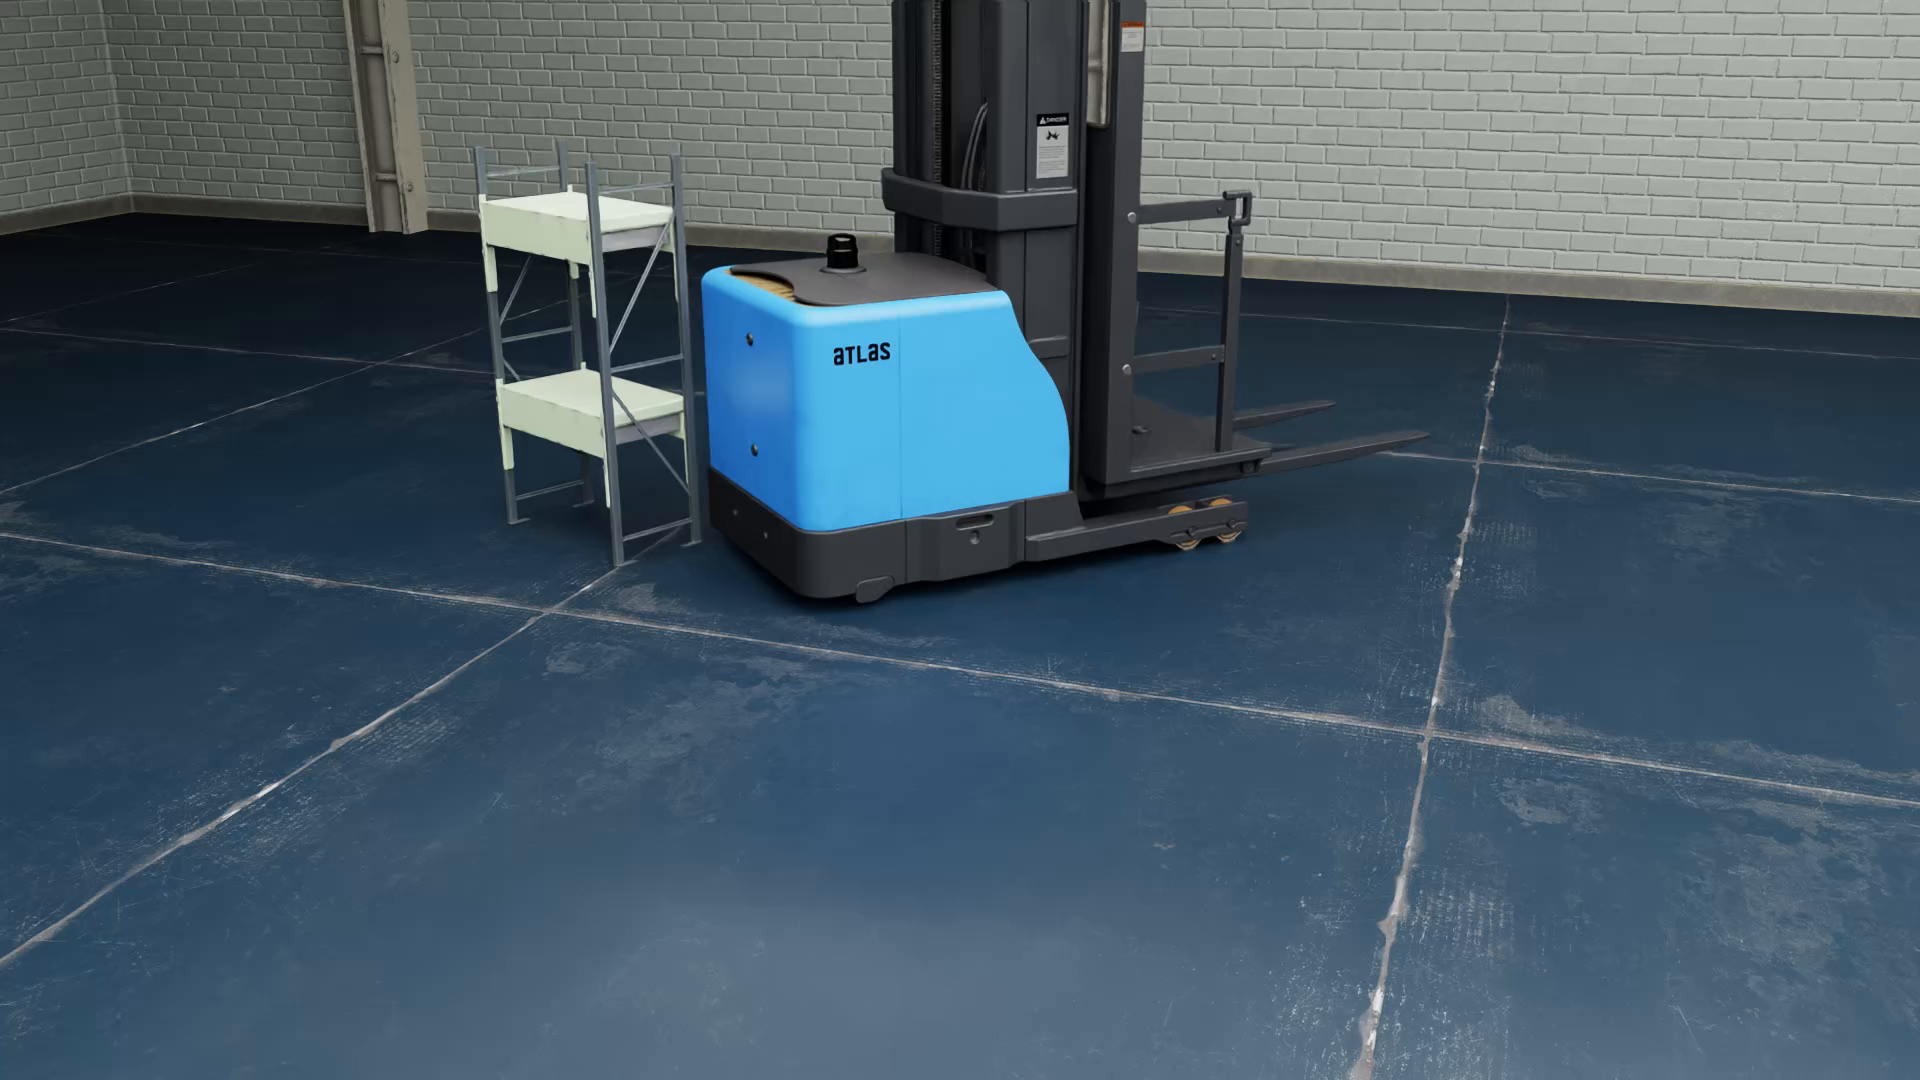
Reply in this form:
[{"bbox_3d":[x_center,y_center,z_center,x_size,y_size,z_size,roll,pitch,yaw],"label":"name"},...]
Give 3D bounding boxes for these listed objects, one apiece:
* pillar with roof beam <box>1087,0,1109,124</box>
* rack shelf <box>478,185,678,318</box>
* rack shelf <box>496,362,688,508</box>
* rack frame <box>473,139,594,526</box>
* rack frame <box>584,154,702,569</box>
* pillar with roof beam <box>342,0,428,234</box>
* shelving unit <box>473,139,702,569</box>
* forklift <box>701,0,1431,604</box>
[{"bbox_3d":[-0.502,-4.892,6.940,0.400,9.000,9.100,7,20,18],"label":"pillar with roof beam"},{"bbox_3d":[-1.426,-1.102,6.273,0.720,0.370,0.431,17,26,41],"label":"rack shelf"},{"bbox_3d":[-1.426,-0.426,6.509,0.720,0.370,0.431,17,26,41],"label":"rack shelf"},{"bbox_3d":[-1.690,-0.817,6.640,0.023,1.500,0.400,17,26,41],"label":"rack frame"},{"bbox_3d":[-1.161,-0.650,6.163,0.023,1.500,0.400,17,26,41],"label":"rack frame"},{"bbox_3d":[-6.170,-5.540,8.799,0.400,9.000,9.100,7,20,18],"label":"pillar with roof beam"},{"bbox_3d":[-1.426,-0.733,6.402,0.755,1.500,0.431,17,26,41],"label":"shelving unit"},{"bbox_3d":[0.556,-1.490,6.398,3.031,2.935,1.130,-10,22,-27],"label":"forklift"}]
